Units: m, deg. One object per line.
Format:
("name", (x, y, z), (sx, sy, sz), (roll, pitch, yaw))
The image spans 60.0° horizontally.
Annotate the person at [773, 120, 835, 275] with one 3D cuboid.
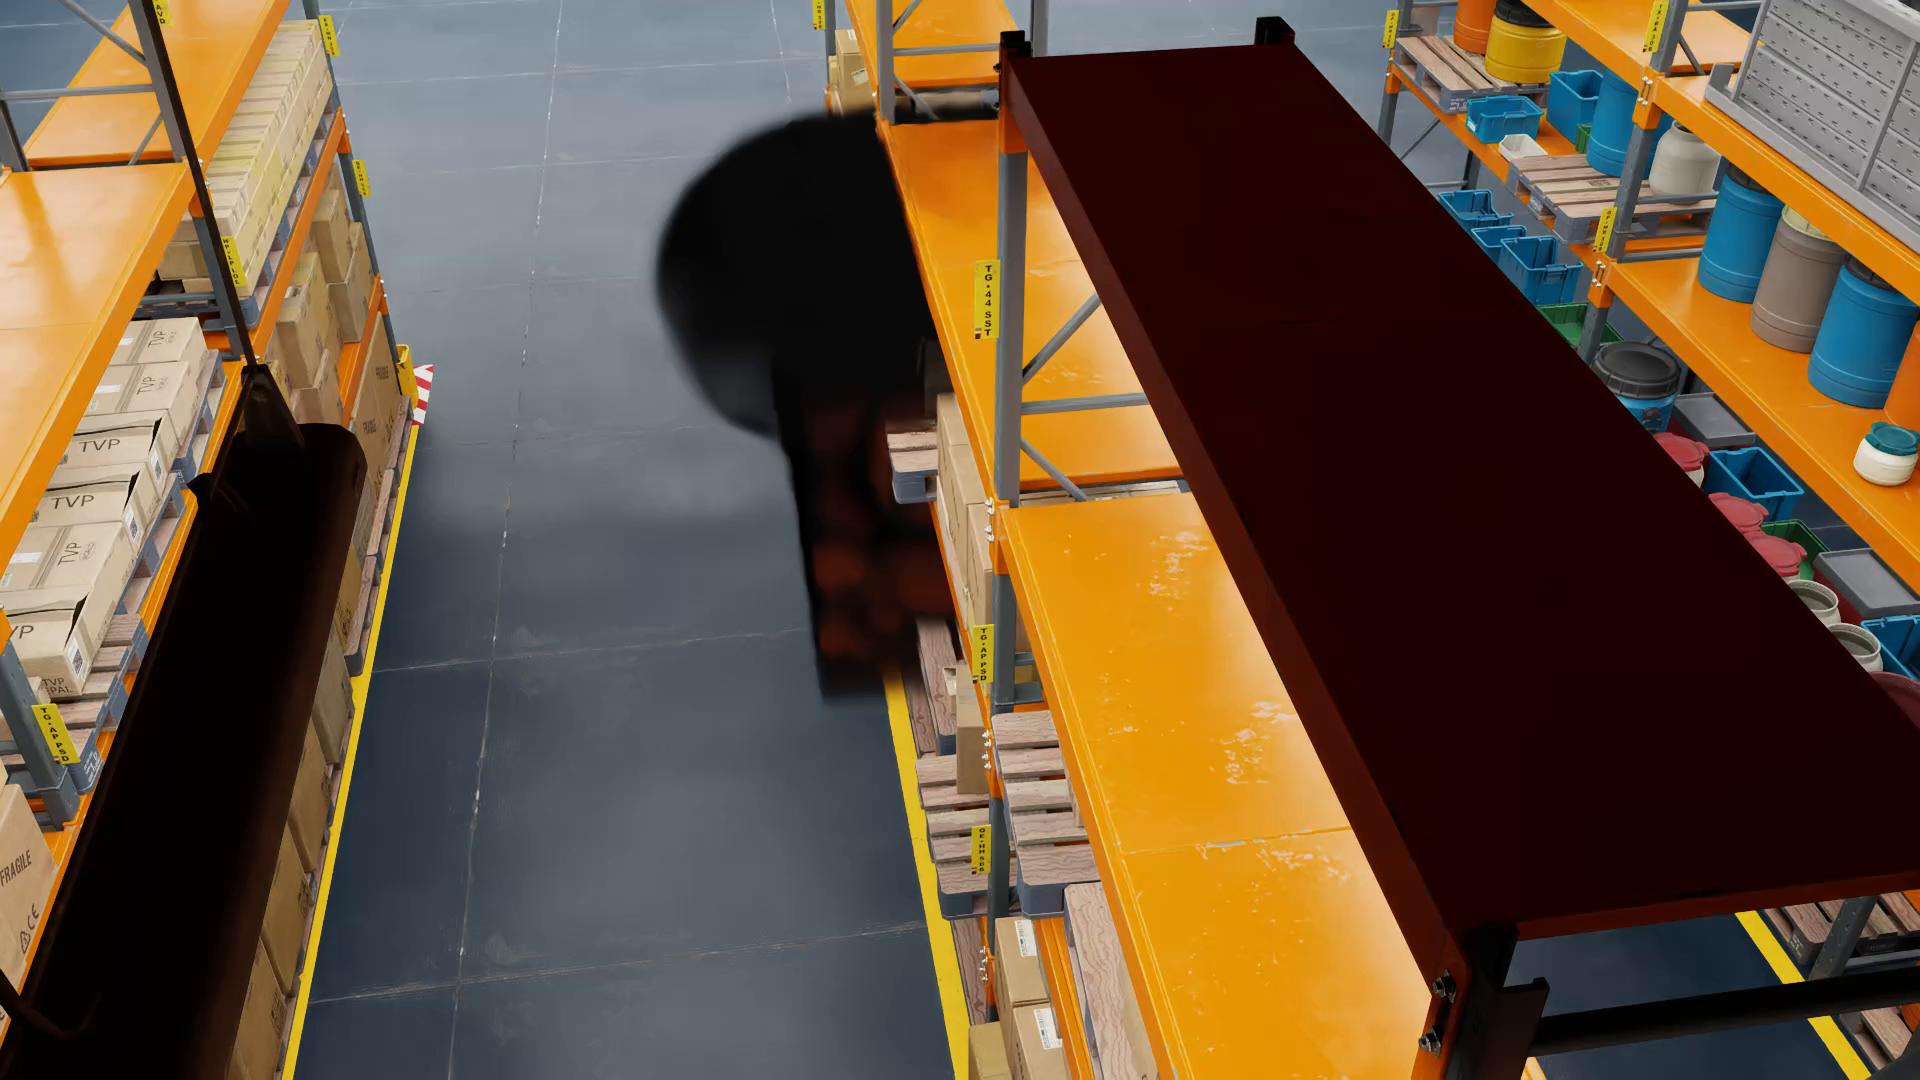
("person", (-1.507, -3.435, 16.748), (0.650, 1.644, 0.548), (-28, 45, -33))
